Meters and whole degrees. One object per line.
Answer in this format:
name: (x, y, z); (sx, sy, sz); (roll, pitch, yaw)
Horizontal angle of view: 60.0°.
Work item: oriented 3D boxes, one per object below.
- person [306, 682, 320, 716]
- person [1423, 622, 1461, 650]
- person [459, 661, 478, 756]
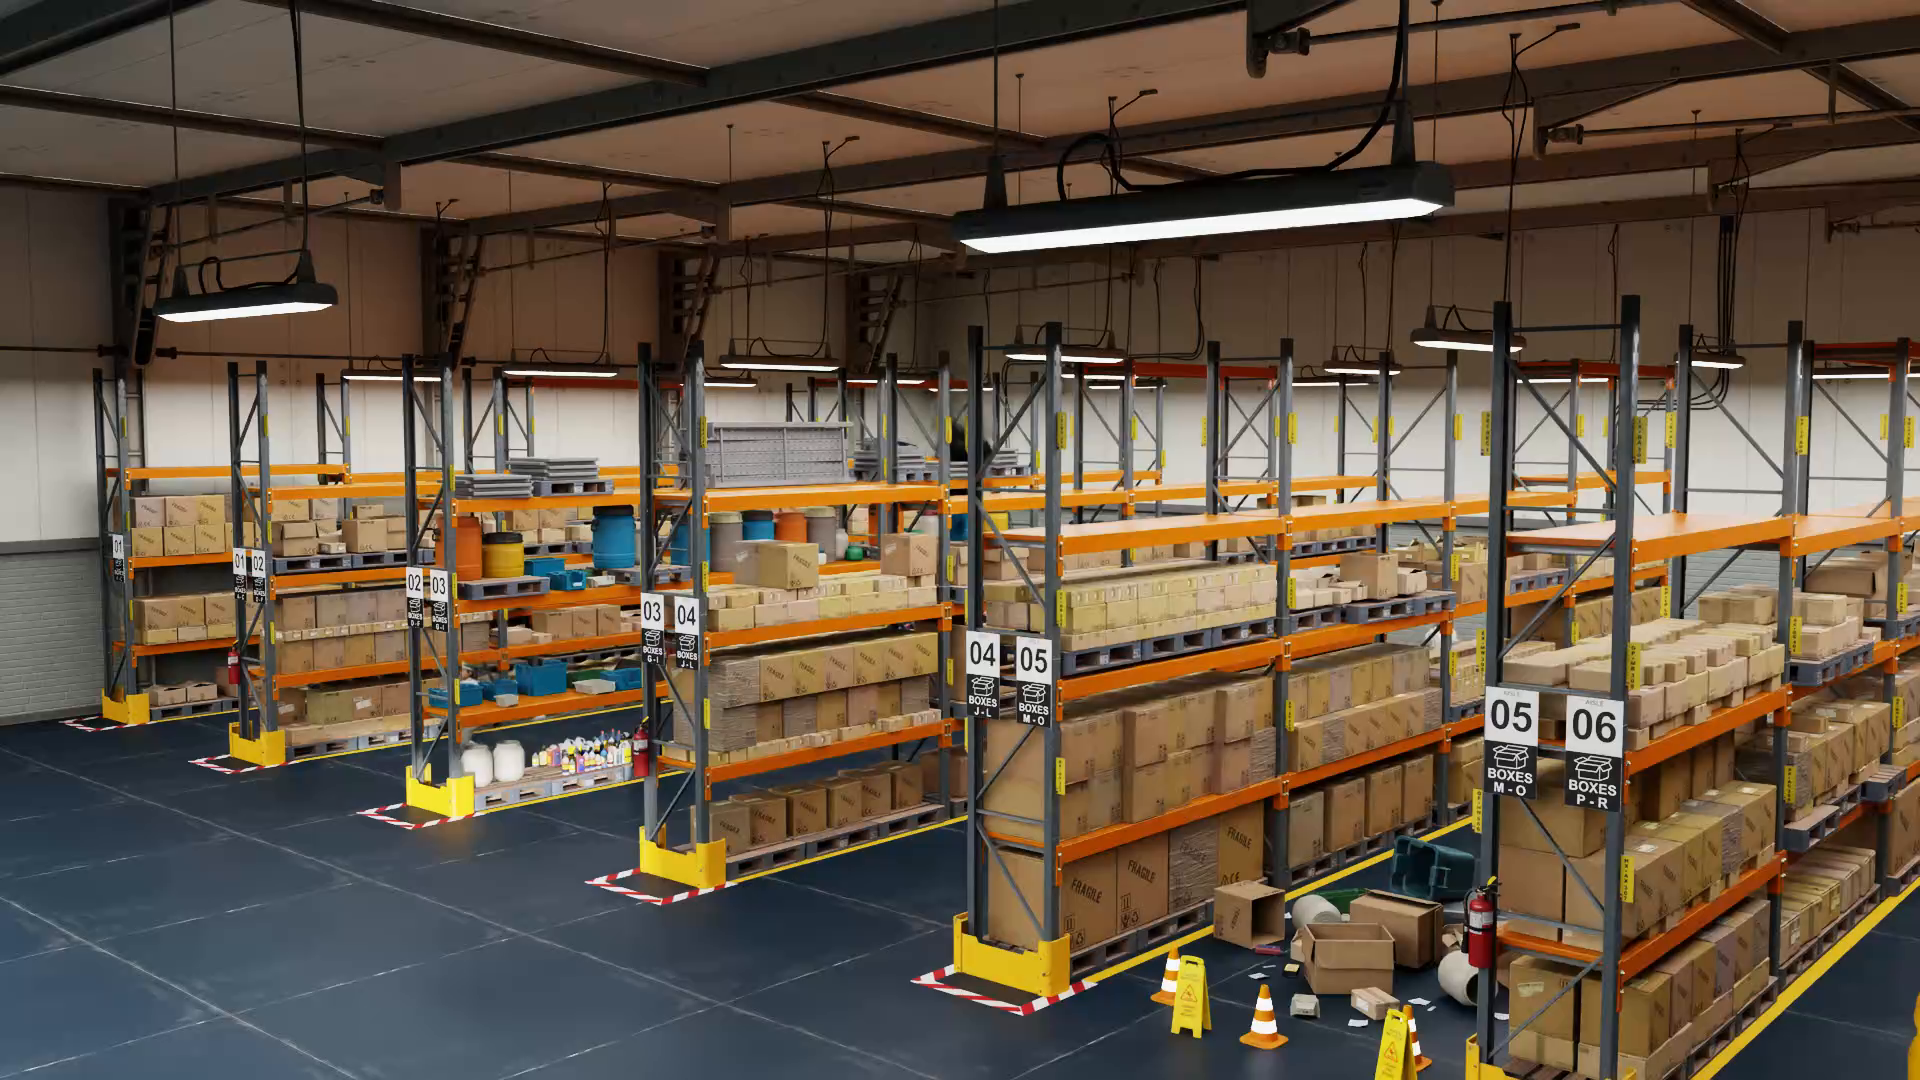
person: (-10.718, 2.327, 27.724); (0.559, 1.609, 0.857); (3, 5, 33)
person: (8.547, 2.147, 29.500); (0.669, 1.721, 0.550); (1, 4, 15)
person: (-7.105, 2.573, 24.097); (0.619, 1.667, 0.508); (3, 5, 34)
